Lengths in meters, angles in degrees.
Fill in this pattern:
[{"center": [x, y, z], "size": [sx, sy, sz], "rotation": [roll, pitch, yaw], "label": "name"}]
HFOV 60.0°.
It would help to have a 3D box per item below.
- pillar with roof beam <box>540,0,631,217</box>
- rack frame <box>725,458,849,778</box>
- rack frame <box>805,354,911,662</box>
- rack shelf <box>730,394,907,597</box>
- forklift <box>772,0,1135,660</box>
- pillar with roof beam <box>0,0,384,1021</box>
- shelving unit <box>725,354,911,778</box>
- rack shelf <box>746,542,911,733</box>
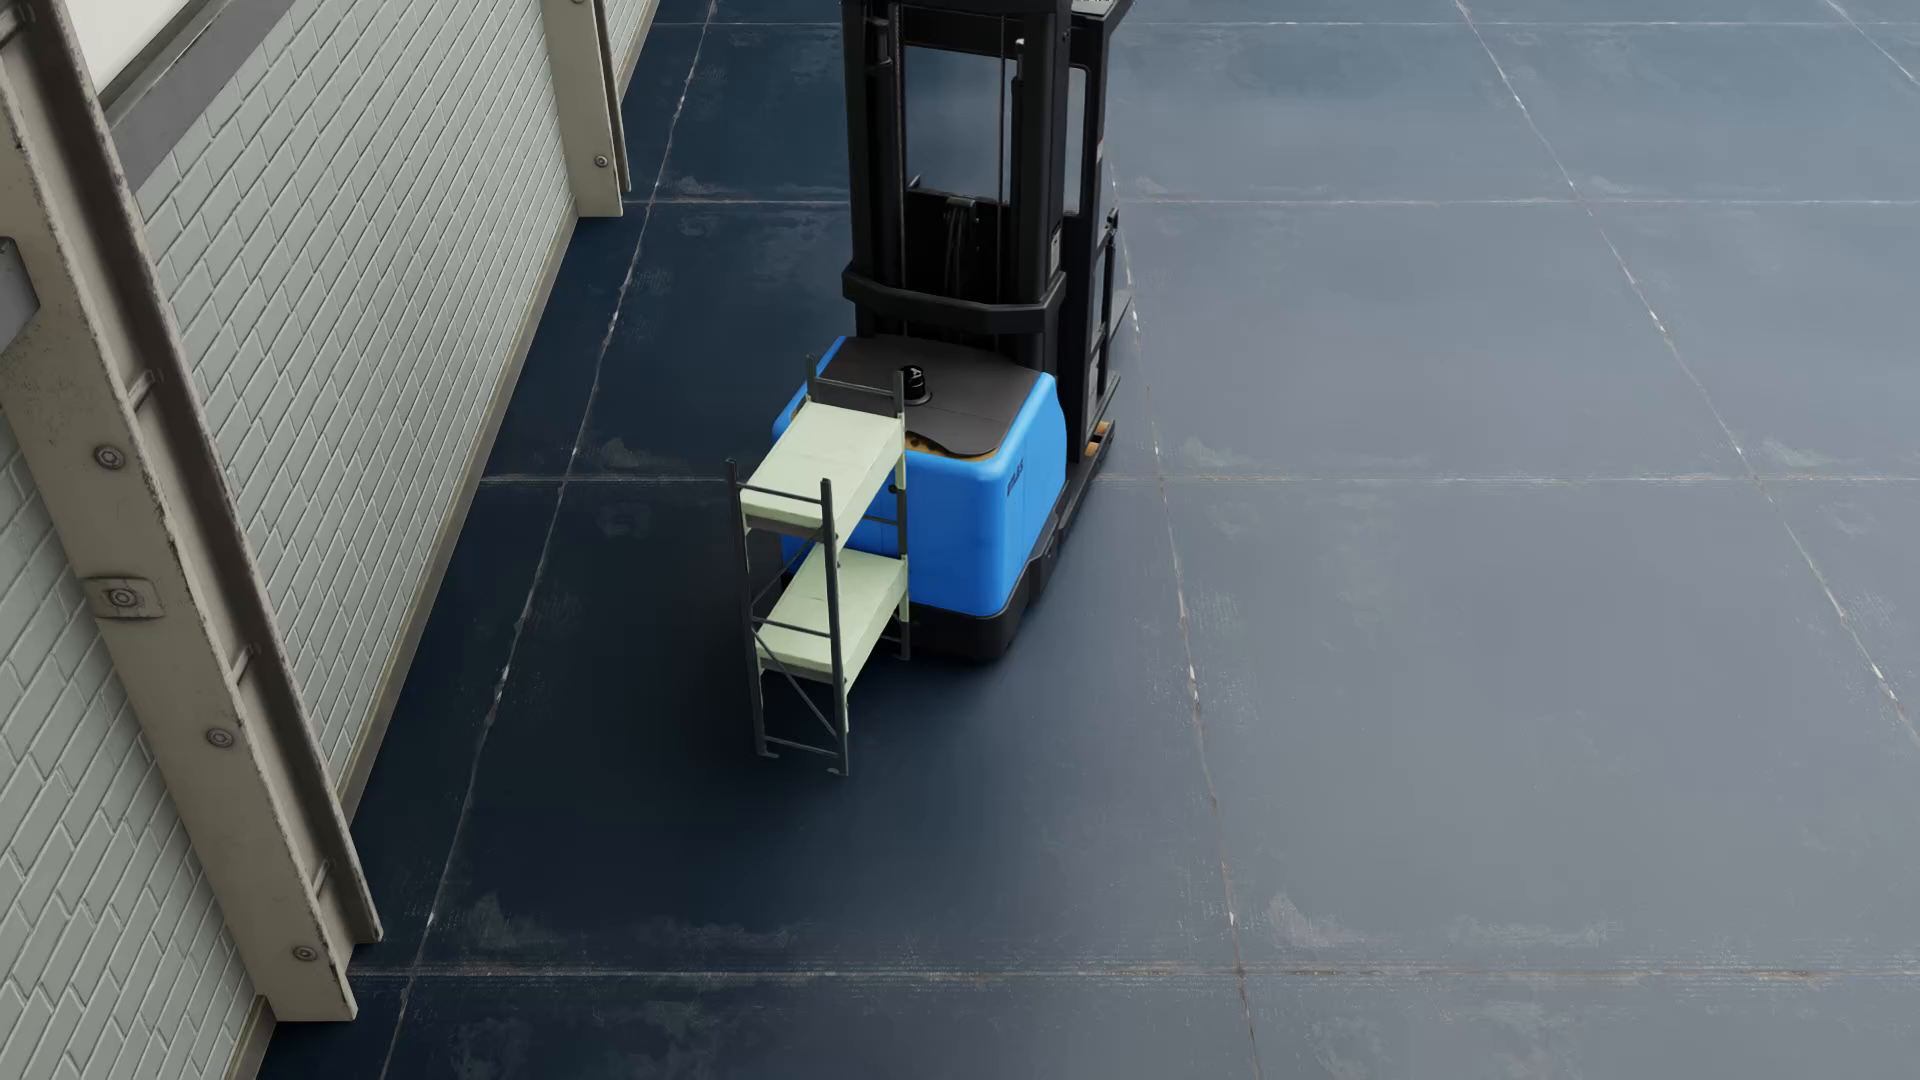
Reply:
[{"center": [2.002, -5.692, 7.902], "size": [9.100, 9.000, 0.400], "rotation": [0, 39, 0], "label": "pillar with roof beam"}, {"center": [-0.647, 0.338, 6.375], "size": [0.400, 1.500, 0.023], "rotation": [12, 40, 15], "label": "rack frame"}, {"center": [-0.411, -0.096, 6.915], "size": [0.400, 1.500, 0.023], "rotation": [12, 40, 15], "label": "rack frame"}, {"center": [-0.529, -0.183, 6.401], "size": [0.431, 0.370, 0.720], "rotation": [12, 40, 15], "label": "rack shelf"}, {"center": [0.158, -1.548, 7.584], "size": [1.130, 2.935, 3.031], "rotation": [12, 40, 15], "label": "forklift"}, {"center": [2.009, -1.940, 3.220], "size": [9.100, 9.000, 0.400], "rotation": [0, 39, 0], "label": "pillar with roof beam"}, {"center": [-0.529, 0.121, 6.645], "size": [0.431, 1.500, 0.755], "rotation": [12, 40, 15], "label": "shelving unit"}, {"center": [-0.529, 0.375, 6.849], "size": [0.431, 0.370, 0.720], "rotation": [12, 40, 15], "label": "rack shelf"}]
